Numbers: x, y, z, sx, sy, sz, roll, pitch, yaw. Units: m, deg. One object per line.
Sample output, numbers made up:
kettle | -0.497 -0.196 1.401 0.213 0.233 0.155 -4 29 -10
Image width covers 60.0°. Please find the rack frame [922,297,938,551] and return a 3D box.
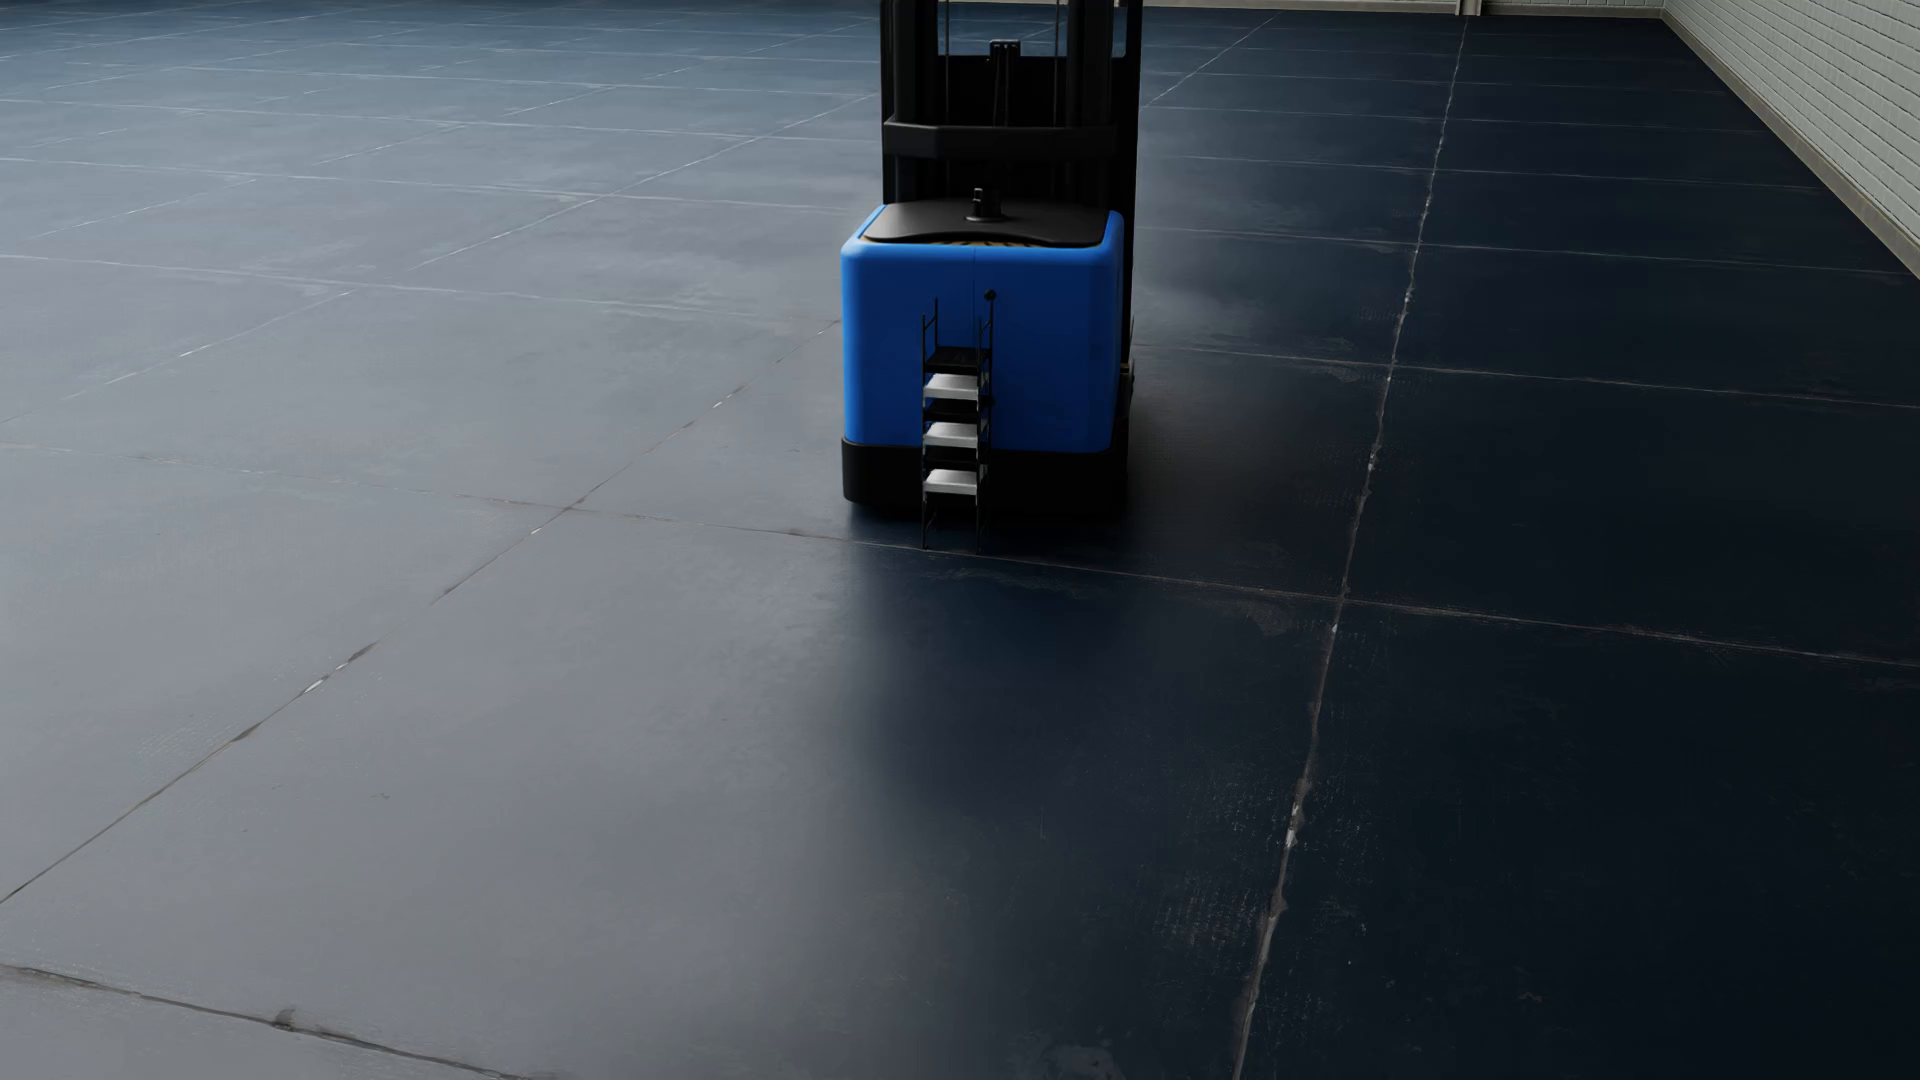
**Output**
rack frame | -0.110 -0.421 6.105 0.006 0.900 0.240 5 23 10

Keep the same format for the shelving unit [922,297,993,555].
shelving unit | -0.011 -0.412 6.086 0.210 0.900 0.258 5 23 10

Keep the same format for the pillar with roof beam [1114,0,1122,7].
pillar with roof beam | 1.358 -11.887 23.392 0.400 9.000 9.100 7 23 16

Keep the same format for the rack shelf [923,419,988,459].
rack shelf | -0.011 -0.381 6.099 0.200 0.077 0.258 5 23 10

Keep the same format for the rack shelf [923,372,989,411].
rack shelf | -0.010 -0.548 6.030 0.200 0.077 0.258 5 23 10

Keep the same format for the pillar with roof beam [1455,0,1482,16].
pillar with roof beam | 7.102 -11.229 21.788 0.400 9.000 9.100 7 23 16

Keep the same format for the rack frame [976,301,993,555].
rack frame | 0.089 -0.404 6.068 0.006 0.900 0.240 5 23 10

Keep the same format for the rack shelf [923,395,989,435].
rack shelf | -0.010 -0.465 6.065 0.200 0.077 0.258 5 23 10

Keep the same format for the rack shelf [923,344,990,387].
rack shelf | -0.009 -0.631 5.996 0.200 0.077 0.258 5 23 10

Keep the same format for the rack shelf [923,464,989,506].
rack shelf | -0.012 -0.215 6.168 0.200 0.077 0.258 5 23 10

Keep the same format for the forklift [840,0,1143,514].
forklift | 0.242 -1.978 7.229 1.130 2.935 3.031 3 22 7

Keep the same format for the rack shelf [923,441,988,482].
rack shelf | -0.012 -0.298 6.134 0.200 0.077 0.258 5 23 10
